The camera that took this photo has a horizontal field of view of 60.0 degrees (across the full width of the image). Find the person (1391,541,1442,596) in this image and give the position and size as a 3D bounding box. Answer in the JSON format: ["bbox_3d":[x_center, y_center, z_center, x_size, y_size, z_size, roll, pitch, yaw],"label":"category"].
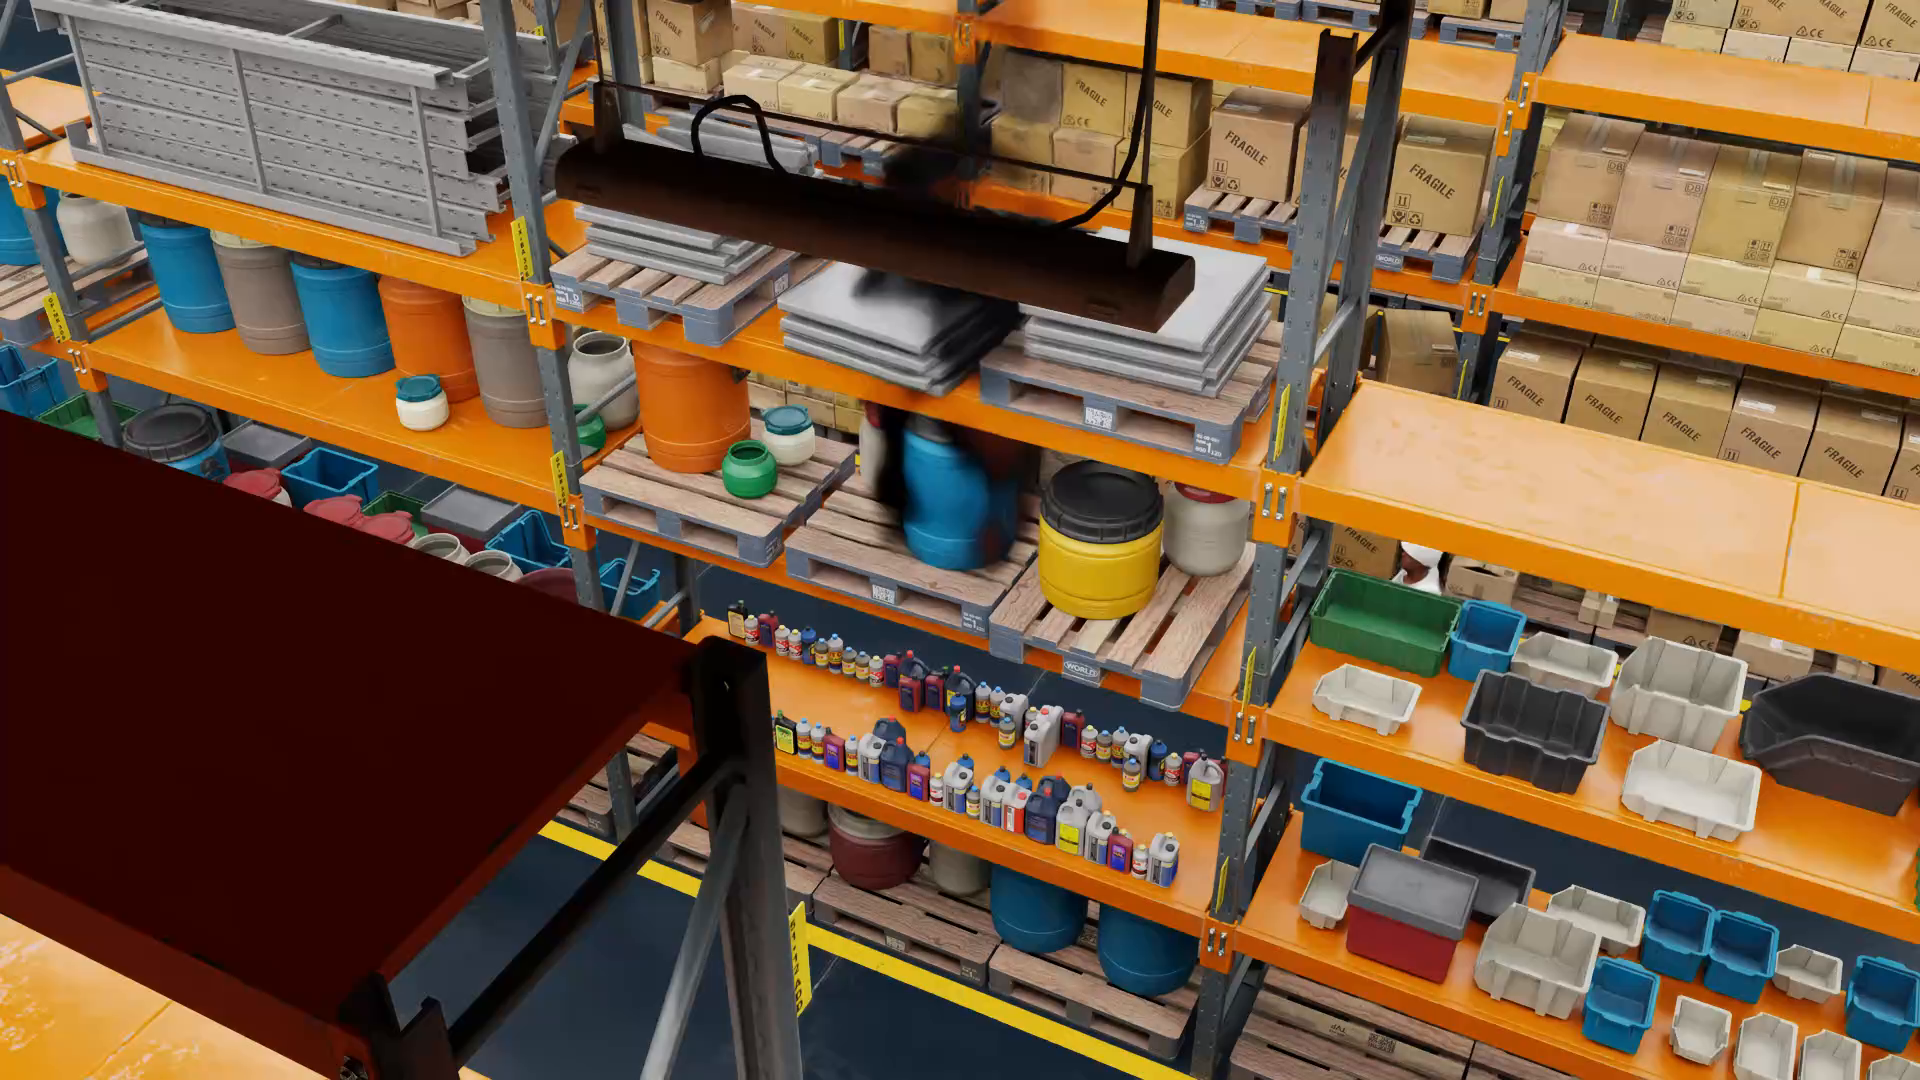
[{"bbox_3d":[3.072,0.708,11.328,0.885,1.777,0.682,10,36,13],"label":"person"}]
